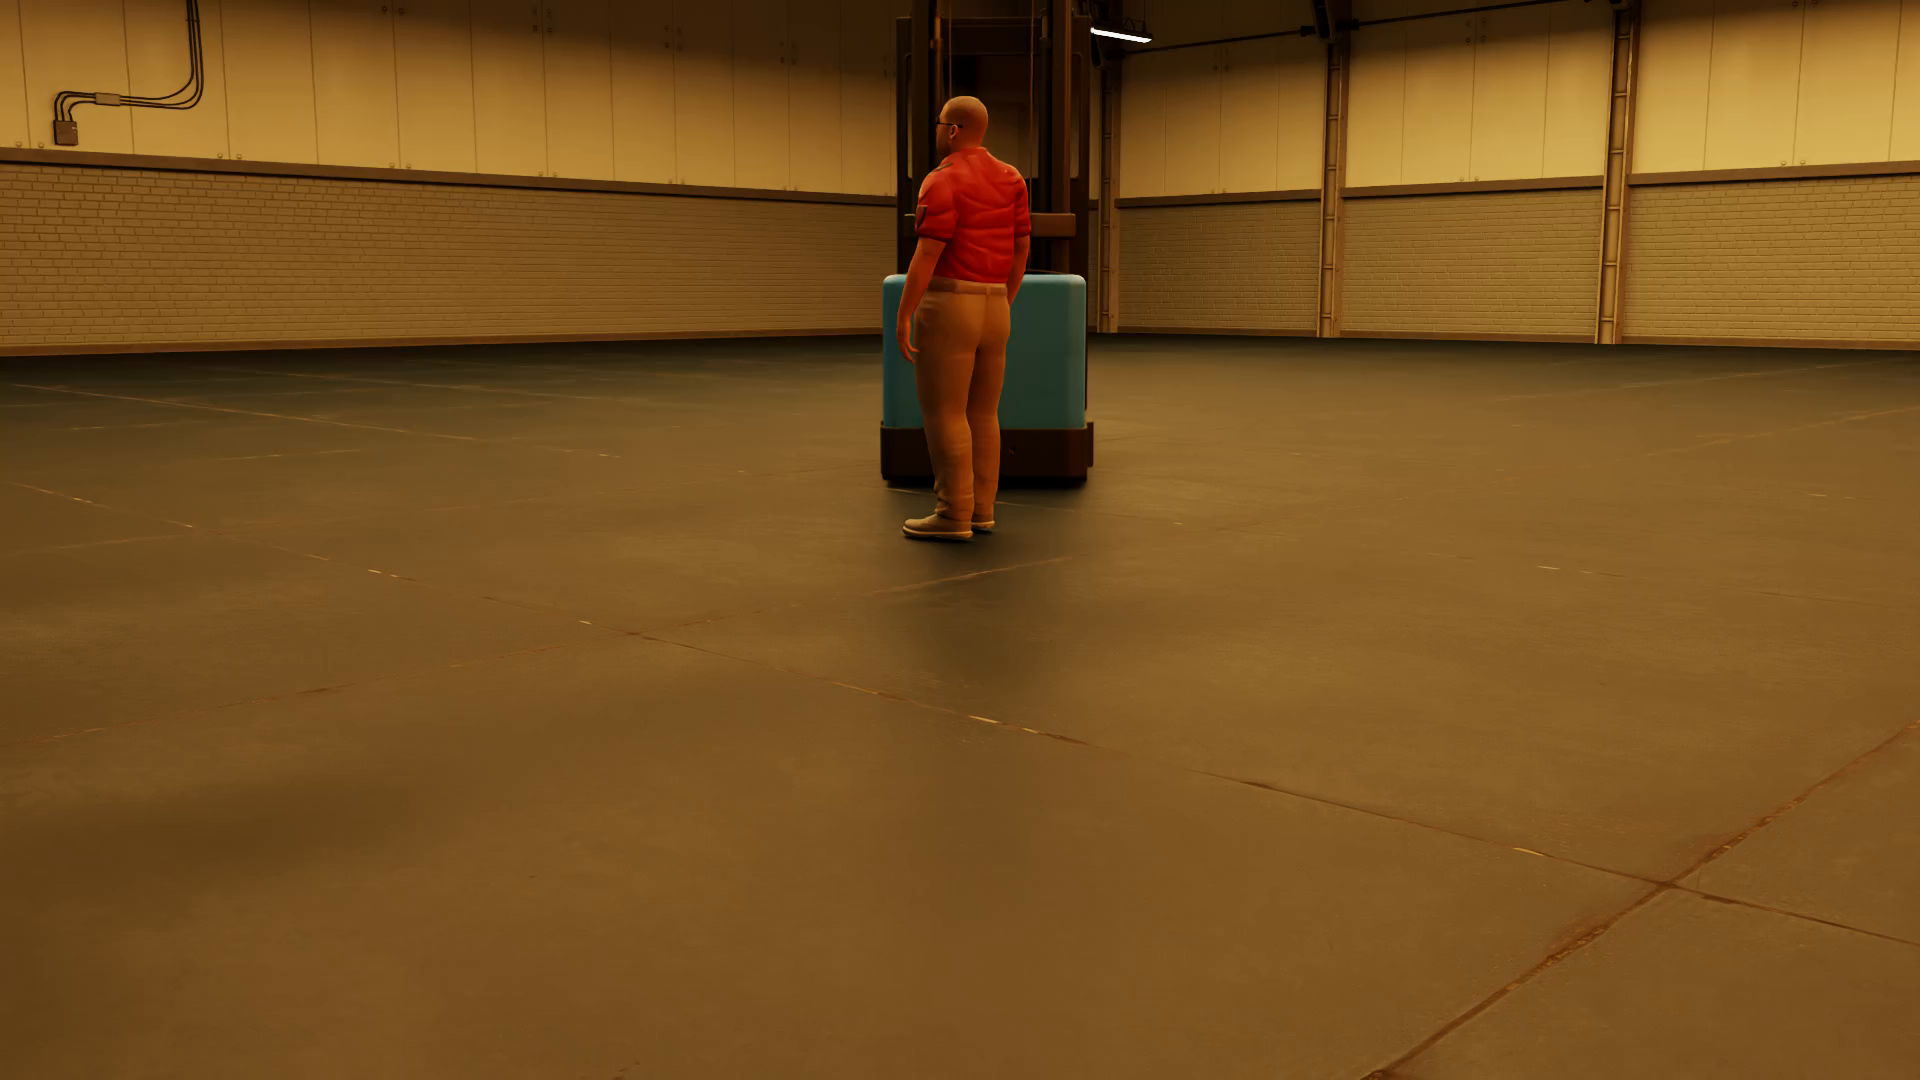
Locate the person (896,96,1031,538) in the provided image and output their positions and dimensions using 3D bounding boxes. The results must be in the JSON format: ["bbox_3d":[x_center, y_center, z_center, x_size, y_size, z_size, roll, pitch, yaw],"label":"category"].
[{"bbox_3d":[-0.057,-0.873,6.657,0.550,1.727,0.642,8,12,43],"label":"person"}]

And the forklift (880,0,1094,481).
[{"bbox_3d":[0.202,-1.924,9.649,1.130,2.935,3.031,0,9,3],"label":"forklift"}]
